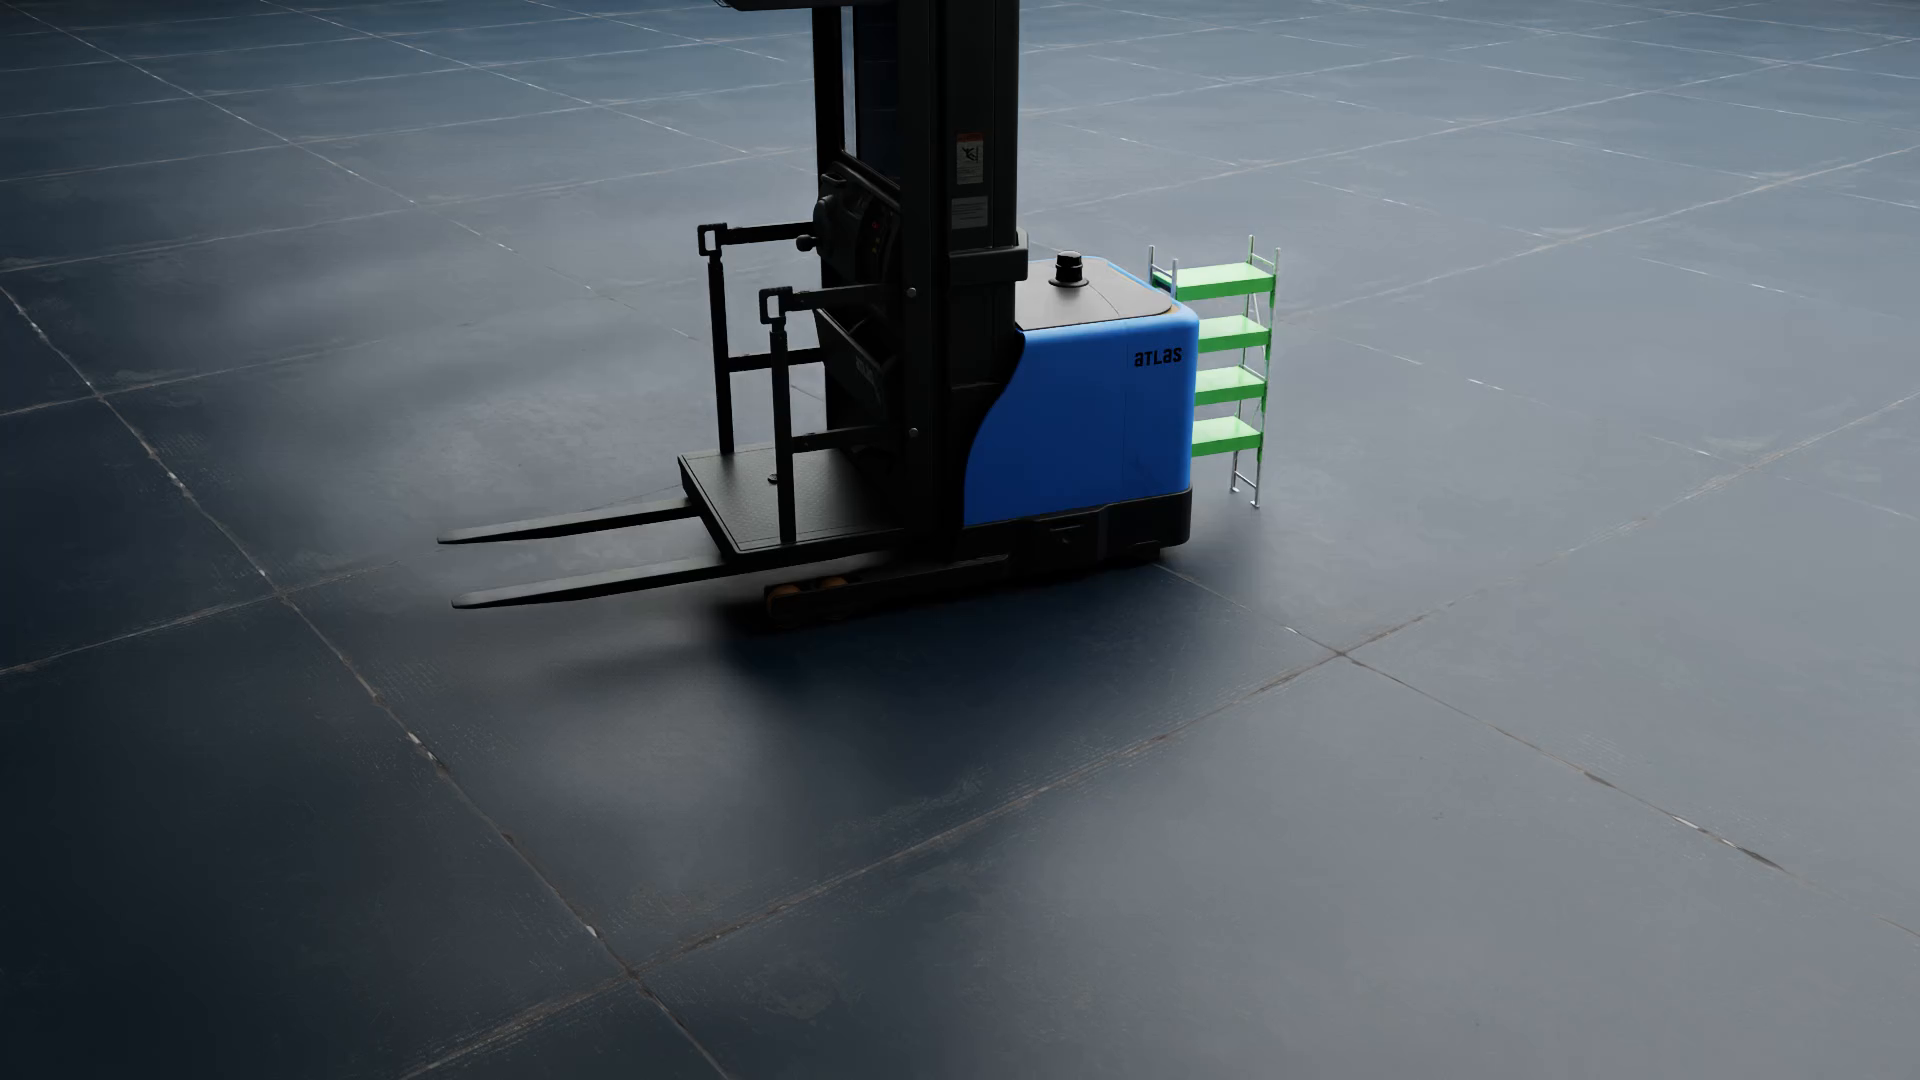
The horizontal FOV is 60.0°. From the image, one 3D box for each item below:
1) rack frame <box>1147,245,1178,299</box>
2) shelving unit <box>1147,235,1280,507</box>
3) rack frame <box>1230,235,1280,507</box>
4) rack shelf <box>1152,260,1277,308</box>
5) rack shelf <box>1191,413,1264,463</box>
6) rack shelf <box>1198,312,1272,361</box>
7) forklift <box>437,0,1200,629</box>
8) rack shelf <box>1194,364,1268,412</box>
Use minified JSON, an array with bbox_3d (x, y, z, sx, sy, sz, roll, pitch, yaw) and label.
[{"bbox_3d":[0.858,-0.668,7.264,0.015,1.200,0.240,-9,26,-19],"label":"rack frame"},{"bbox_3d":[1.086,-0.704,7.343,0.503,1.200,0.258,-9,26,-19],"label":"shelving unit"},{"bbox_3d":[1.314,-0.741,7.421,0.015,1.200,0.240,-9,26,-19],"label":"rack frame"},{"bbox_3d":[1.086,-1.082,7.168,0.480,0.148,0.258,-9,26,-19],"label":"rack shelf"},{"bbox_3d":[1.086,-0.429,7.471,0.480,0.148,0.258,-9,26,-19],"label":"rack shelf"},{"bbox_3d":[1.086,-0.864,7.269,0.480,0.148,0.258,-9,26,-19],"label":"rack shelf"},{"bbox_3d":[-0.589,-1.235,6.429,3.031,2.935,1.130,-9,26,-19],"label":"forklift"},{"bbox_3d":[1.086,-0.647,7.370,0.480,0.148,0.258,-9,26,-19],"label":"rack shelf"}]
